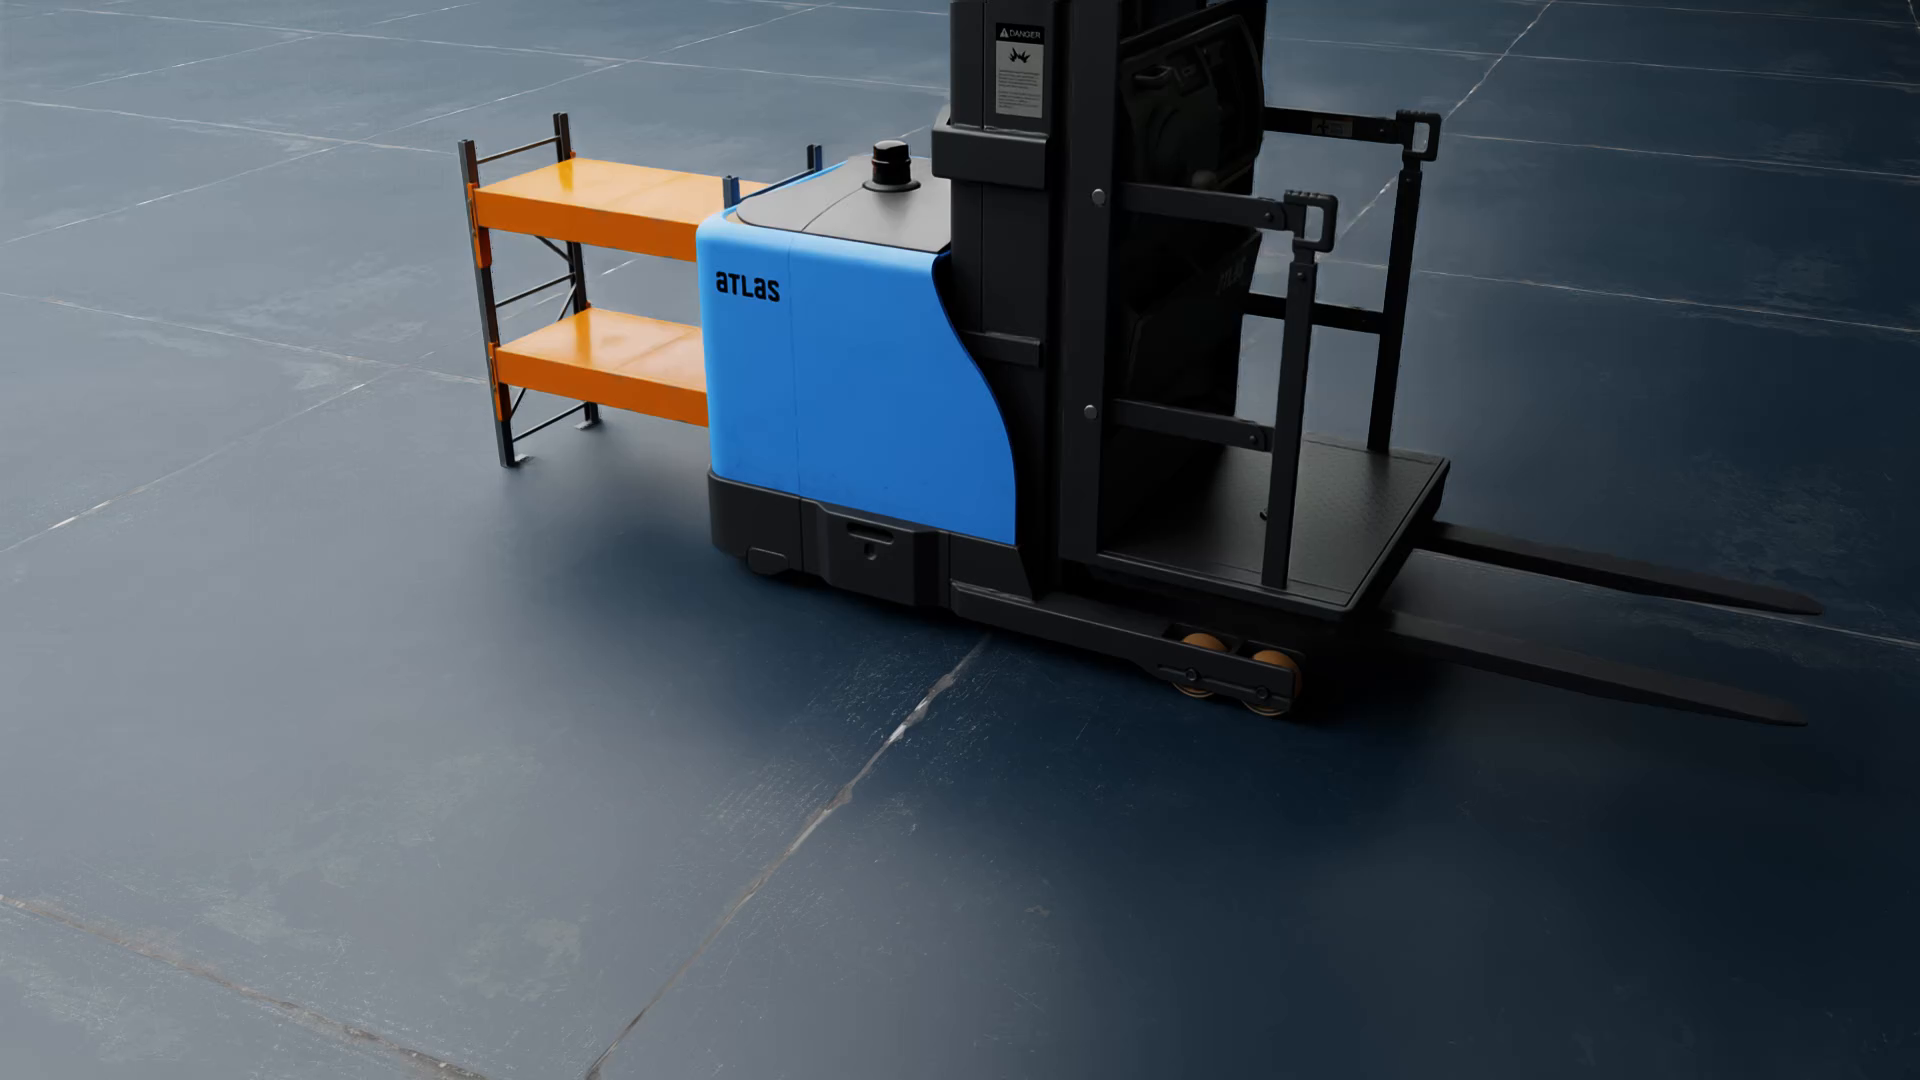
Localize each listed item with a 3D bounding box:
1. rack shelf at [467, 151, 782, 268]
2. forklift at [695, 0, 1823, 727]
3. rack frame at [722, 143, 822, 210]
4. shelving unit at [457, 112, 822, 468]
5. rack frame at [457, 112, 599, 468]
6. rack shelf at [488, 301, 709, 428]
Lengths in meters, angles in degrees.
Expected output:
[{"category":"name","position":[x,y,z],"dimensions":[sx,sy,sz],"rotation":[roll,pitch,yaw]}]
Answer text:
[{"category":"rack shelf","position":[-1.015,-1.012,5.370],"dimensions":[1.000,0.278,0.538],"rotation":[13,29,25]},{"category":"forklift","position":[0.789,-1.126,4.219],"dimensions":[3.031,2.935,1.130],"rotation":[13,29,25]},{"category":"rack frame","position":[-0.565,-0.645,5.287],"dimensions":[0.032,1.125,0.500],"rotation":[13,29,25]},{"category":"shelving unit","position":[-1.015,-0.750,5.500],"dimensions":[1.048,1.125,0.538],"rotation":[13,29,25]},{"category":"rack frame","position":[-1.464,-0.854,5.712],"dimensions":[0.032,1.125,0.500],"rotation":[13,29,25]},{"category":"rack shelf","position":[-1.015,-0.530,5.608],"dimensions":[1.000,0.278,0.538],"rotation":[13,29,25]}]
